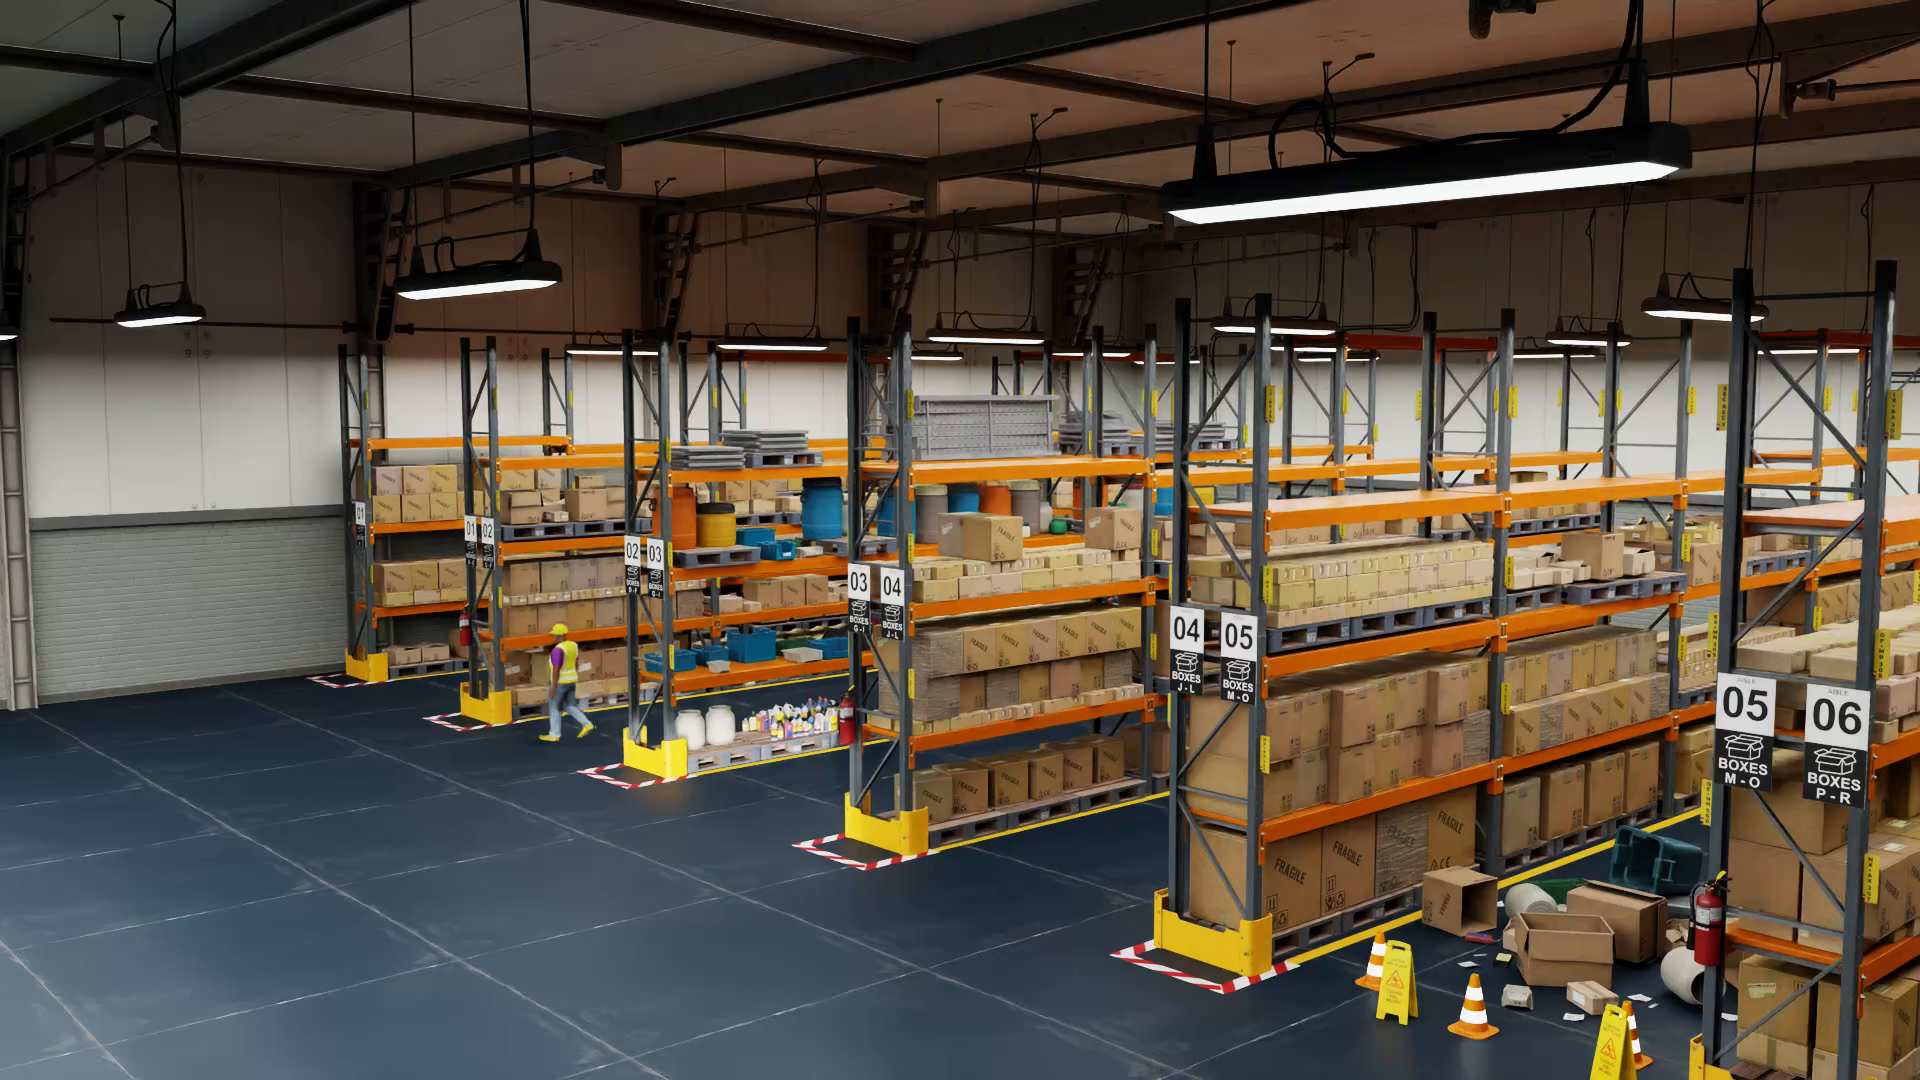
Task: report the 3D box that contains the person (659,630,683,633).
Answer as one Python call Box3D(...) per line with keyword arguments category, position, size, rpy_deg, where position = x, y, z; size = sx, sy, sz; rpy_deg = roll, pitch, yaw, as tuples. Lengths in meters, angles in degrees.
Box3D(category="person", position=(-5.390, 1.583, 30.493), size=(0.665, 1.765, 0.773), rpy_deg=(4, 7, 41))

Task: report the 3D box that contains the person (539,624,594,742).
Box3D(category="person", position=(-5.803, 2.104, 24.501), size=(0.824, 1.753, 0.660), rpy_deg=(2, 6, 23))
